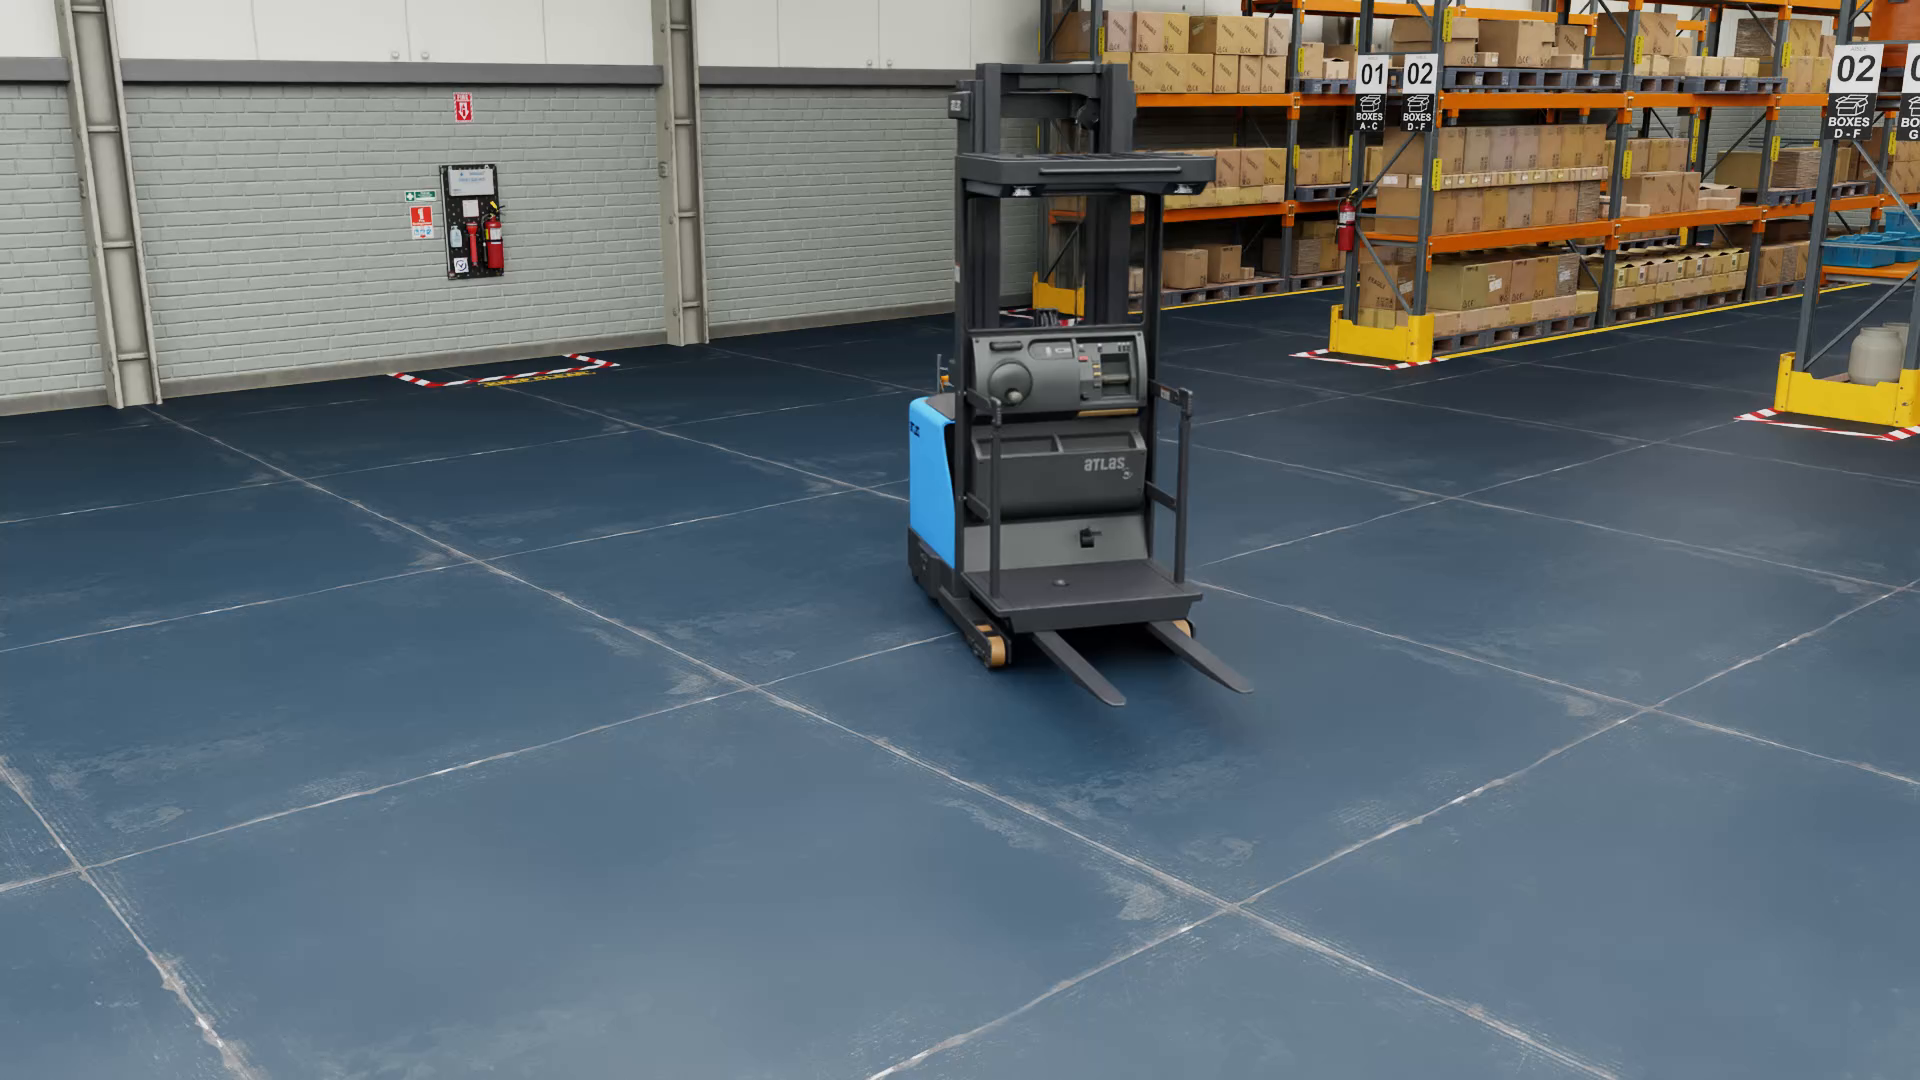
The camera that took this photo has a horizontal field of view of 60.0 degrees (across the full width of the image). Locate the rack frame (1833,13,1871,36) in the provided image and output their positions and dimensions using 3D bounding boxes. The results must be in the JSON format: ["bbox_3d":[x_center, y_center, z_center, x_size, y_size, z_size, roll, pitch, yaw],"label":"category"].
[{"bbox_3d":[13.713,-8.432,24.878,0.127,3.000,1.000,-13,19,-39],"label":"rack frame"}]

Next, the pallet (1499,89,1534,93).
[{"bbox_3d":[8.734,-7.487,27.519,1.213,0.211,1.003,-12,19,-37],"label":"pallet"}]

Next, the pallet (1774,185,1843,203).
[{"bbox_3d":[12.160,-5.093,24.377,1.213,0.211,1.003,-13,19,-39],"label":"pallet"}]

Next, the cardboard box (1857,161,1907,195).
[{"bbox_3d":[14.277,-5.615,25.764,0.500,0.500,0.500,-12,19,-38],"label":"cardboard box"}]

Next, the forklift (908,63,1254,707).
[{"bbox_3d":[0.577,-0.882,8.374,1.130,2.935,3.031,-4,15,-15],"label":"forklift"}]

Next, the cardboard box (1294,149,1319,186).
[{"bbox_3d":[4.830,-5.482,24.415,0.500,0.500,0.700,-13,19,-39],"label":"cardboard box"}]

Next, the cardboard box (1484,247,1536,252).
[{"bbox_3d":[6.751,-3.311,20.394,0.500,0.500,0.500,-13,19,-39],"label":"cardboard box"}]

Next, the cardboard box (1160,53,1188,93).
[{"bbox_3d":[2.640,-6.152,21.924,0.500,0.500,0.500,-12,19,-37],"label":"cardboard box"}]

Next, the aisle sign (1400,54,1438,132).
[{"bbox_3d":[4.812,-4.686,17.442,0.004,0.787,0.394,-13,19,-39],"label":"aisle sign"}]

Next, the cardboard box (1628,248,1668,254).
[{"bbox_3d":[9.331,-3.793,22.565,0.500,0.311,0.500,-13,20,-41],"label":"cardboard box"}]

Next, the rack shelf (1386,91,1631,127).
[{"bbox_3d":[6.170,-4.941,19.016,4.000,0.370,1.077,-13,19,-39],"label":"rack shelf"}]

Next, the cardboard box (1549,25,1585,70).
[{"bbox_3d":[7.125,-5.912,19.979,0.500,0.500,0.500,-11,18,-35],"label":"cardboard box"}]

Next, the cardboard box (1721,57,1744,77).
[{"bbox_3d":[10.007,-6.255,22.019,0.500,0.250,0.500,-12,19,-38],"label":"cardboard box"}]

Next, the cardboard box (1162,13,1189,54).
[{"bbox_3d":[2.647,-6.636,21.800,0.500,0.500,0.500,-12,19,-38],"label":"cardboard box"}]

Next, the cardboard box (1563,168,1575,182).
[{"bbox_3d":[7.033,-4.321,19.663,0.250,0.149,0.380,-13,20,-39],"label":"cardboard box"}]

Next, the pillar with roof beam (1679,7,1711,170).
[{"bbox_3d":[17.771,-9.861,30.228,0.400,9.000,9.100,-13,19,-39],"label":"pillar with roof beam"}]

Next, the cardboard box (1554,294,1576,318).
[{"bbox_3d":[7.088,-2.849,20.116,0.500,0.250,0.500,-13,19,-39],"label":"cardboard box"}]

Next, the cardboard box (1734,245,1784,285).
[{"bbox_3d":[11.227,-3.882,23.462,0.500,0.500,0.500,-12,19,-37],"label":"cardboard box"}]

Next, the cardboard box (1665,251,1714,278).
[{"bbox_3d":[9.692,-3.690,22.180,0.500,0.311,0.500,-13,20,-40],"label":"cardboard box"}]

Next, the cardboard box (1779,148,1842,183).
[{"bbox_3d":[12.732,-5.619,24.966,0.500,0.500,0.700,-9,17,-31],"label":"cardboard box"}]

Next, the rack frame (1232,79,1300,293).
[{"bbox_3d":[4.424,-5.142,24.187,0.127,3.000,1.000,-13,19,-39],"label":"rack frame"}]

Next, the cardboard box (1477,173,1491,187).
[{"bbox_3d":[5.677,-4.016,18.522,0.250,0.149,0.380,-13,20,-40],"label":"cardboard box"}]

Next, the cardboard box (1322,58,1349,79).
[{"bbox_3d":[5.353,-6.932,24.436,0.500,0.311,0.500,-12,19,-38],"label":"cardboard box"}]

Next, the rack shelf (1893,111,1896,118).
[{"bbox_3d":[15.222,-6.974,26.626,4.000,0.370,1.077,-13,19,-39],"label":"rack shelf"}]

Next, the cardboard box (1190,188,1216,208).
[{"bbox_3d":[3.136,-4.683,22.722,0.500,0.250,0.500,-12,19,-39],"label":"cardboard box"}]

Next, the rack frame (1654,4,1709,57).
[{"bbox_3d":[13.476,-10.073,31.023,0.127,3.000,1.000,-13,19,-39],"label":"rack frame"}]

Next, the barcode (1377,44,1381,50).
[{"bbox_3d":[4.572,-5.375,18.123,0.075,0.075,0.001,-13,19,-39],"label":"barcode"}]

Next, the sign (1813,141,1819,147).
[{"bbox_3d":[13.351,-6.056,25.931,0.005,0.325,0.100,-13,19,-39],"label":"sign"}]

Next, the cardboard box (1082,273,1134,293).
[{"bbox_3d":[1.987,-3.477,22.313,0.500,0.311,0.500,13,20,41],"label":"cardboard box"}]

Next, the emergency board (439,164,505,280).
[{"bbox_3d":[-5.049,-3.323,17.380,0.643,1.169,0.194,-13,19,-39],"label":"emergency board"}]

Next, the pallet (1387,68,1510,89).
[{"bbox_3d":[5.211,-5.022,18.096,1.213,0.211,1.003,-13,19,-39],"label":"pallet"}]

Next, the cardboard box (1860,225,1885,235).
[{"bbox_3d":[15.127,-4.859,27.113,0.637,0.503,0.797,-13,19,-39],"label":"cardboard box"}]

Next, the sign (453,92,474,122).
[{"bbox_3d":[-5.121,-4.461,17.148,0.199,0.298,0.001,-13,19,-39],"label":"sign"}]

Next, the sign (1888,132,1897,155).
[{"bbox_3d":[14.080,-5.985,25.101,0.005,0.325,0.100,-13,19,-39],"label":"sign"}]

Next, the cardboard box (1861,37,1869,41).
[{"bbox_3d":[13.285,-7.211,24.919,0.600,0.600,0.600,14,20,42],"label":"cardboard box"}]

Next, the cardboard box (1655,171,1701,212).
[{"bbox_3d":[9.441,-4.616,22.027,0.500,0.500,0.500,-14,20,-42],"label":"cardboard box"}]

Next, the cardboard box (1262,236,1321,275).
[{"bbox_3d":[4.968,-4.275,24.931,0.500,0.500,0.700,-12,19,-38],"label":"cardboard box"}]

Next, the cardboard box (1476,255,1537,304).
[{"bbox_3d":[6.345,-3.038,19.373,0.500,0.500,0.500,-13,19,-39],"label":"cardboard box"}]

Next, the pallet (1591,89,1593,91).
[{"bbox_3d":[11.083,-8.040,29.396,1.213,0.211,1.003,-13,19,-39],"label":"pallet"}]

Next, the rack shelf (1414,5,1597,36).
[{"bbox_3d":[8.950,-8.516,27.362,4.000,0.370,1.077,-13,19,-39],"label":"rack shelf"}]

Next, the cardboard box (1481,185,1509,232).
[{"bbox_3d":[5.793,-3.798,18.963,0.500,0.500,0.700,-12,19,-39],"label":"cardboard box"}]

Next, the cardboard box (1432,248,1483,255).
[{"bbox_3d":[8.082,-5.083,27.318,0.750,0.750,0.750,-13,20,-40],"label":"cardboard box"}]

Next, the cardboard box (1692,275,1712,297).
[{"bbox_3d":[9.691,-3.421,22.258,0.500,0.250,0.500,-12,19,-38],"label":"cardboard box"}]

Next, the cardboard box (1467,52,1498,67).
[{"bbox_3d":[5.664,-5.264,18.233,0.250,0.149,0.380,-13,19,-39],"label":"cardboard box"}]

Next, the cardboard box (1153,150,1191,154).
[{"bbox_3d":[2.737,-4.954,22.283,0.500,0.500,0.500,-13,20,-41],"label":"cardboard box"}]

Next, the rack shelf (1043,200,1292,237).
[{"bbox_3d":[2.915,-4.455,23.011,4.000,0.370,1.077,-13,19,-39],"label":"rack shelf"}]

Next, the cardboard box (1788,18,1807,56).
[{"bbox_3d":[11.414,-6.995,23.182,0.500,0.500,0.500,-13,19,-39],"label":"cardboard box"}]

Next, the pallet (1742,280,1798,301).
[{"bbox_3d":[11.284,-3.627,23.921,1.213,0.211,1.003,-13,19,-39],"label":"pallet"}]

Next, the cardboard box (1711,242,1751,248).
[{"bbox_3d":[11.247,-4.065,24.146,0.500,0.500,0.500,-12,19,-37],"label":"cardboard box"}]

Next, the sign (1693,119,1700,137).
[{"bbox_3d":[13.822,-7.740,31.213,0.005,0.325,0.100,-13,19,-39],"label":"sign"}]

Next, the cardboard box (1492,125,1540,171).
[{"bbox_3d":[6.212,-4.522,19.157,0.500,0.500,0.700,-13,19,-39],"label":"cardboard box"}]

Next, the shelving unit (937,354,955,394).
[{"bbox_3d":[0.125,-0.608,10.700,0.503,1.200,0.258,-13,19,-39],"label":"shelving unit"}]
